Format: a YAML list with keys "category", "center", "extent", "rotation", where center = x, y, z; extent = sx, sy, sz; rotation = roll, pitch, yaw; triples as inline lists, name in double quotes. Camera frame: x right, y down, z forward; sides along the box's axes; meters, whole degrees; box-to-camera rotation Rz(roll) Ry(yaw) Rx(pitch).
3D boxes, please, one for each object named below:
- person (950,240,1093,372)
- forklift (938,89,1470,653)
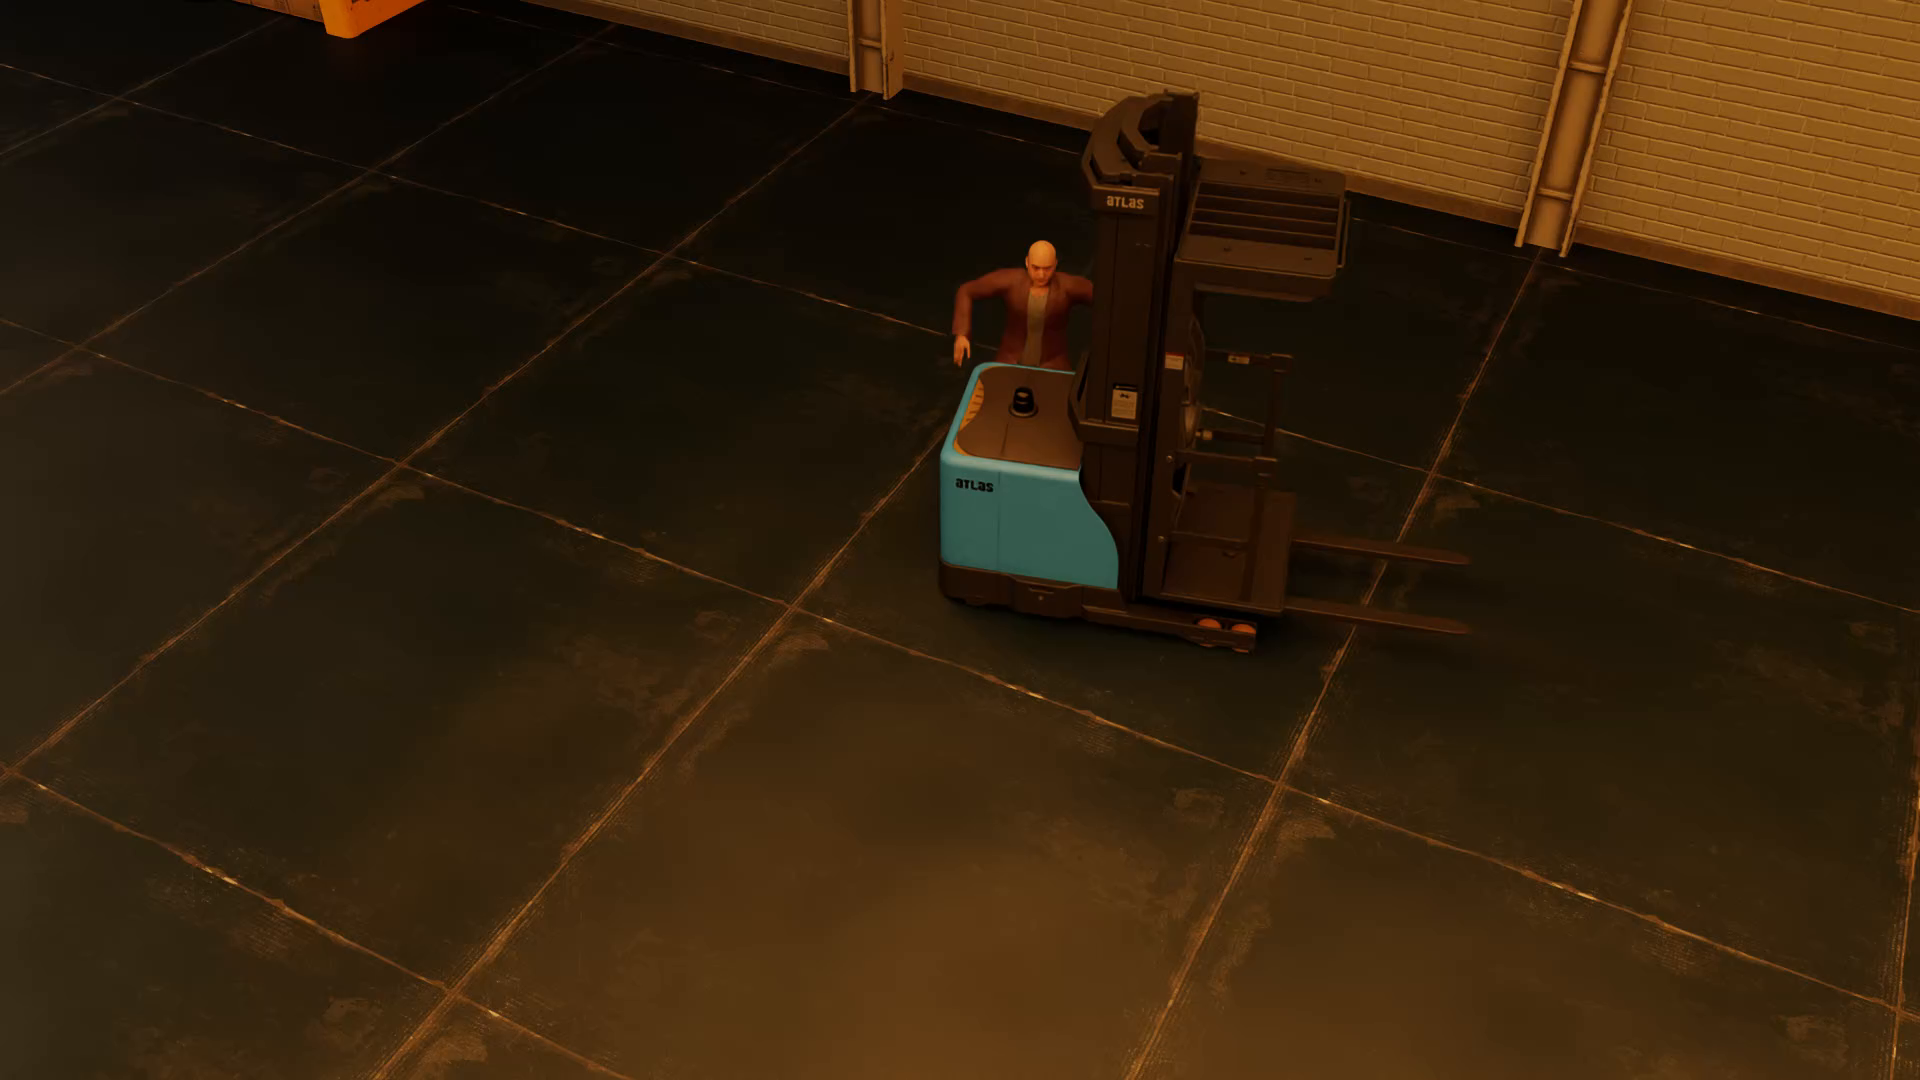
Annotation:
- category: "person"
  center: [0.467, -0.990, 10.157]
  extent: [1.076, 1.655, 0.805]
  rotation: [5, 40, 6]
- category: "forklift"
  center: [1.447, -0.856, 9.003]
  extent: [3.031, 2.935, 1.130]
  rotation: [8, 41, 10]
